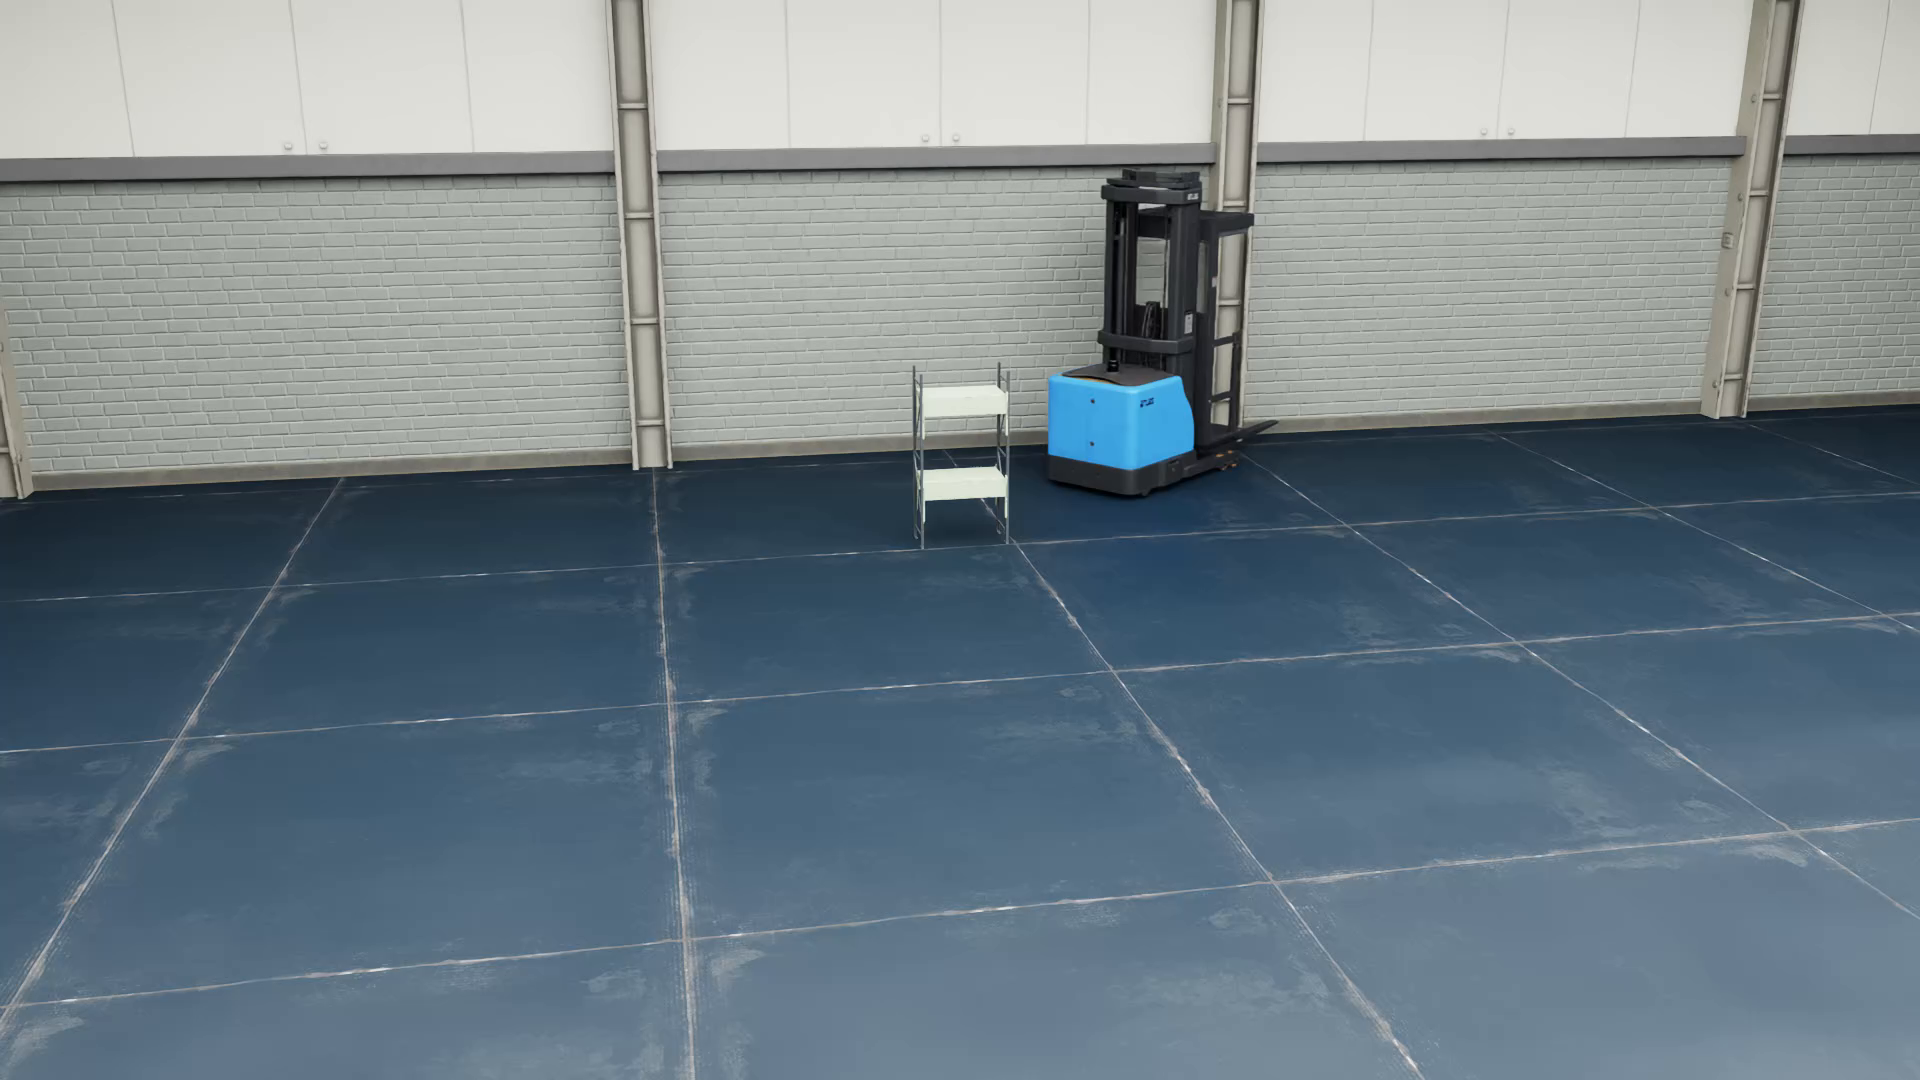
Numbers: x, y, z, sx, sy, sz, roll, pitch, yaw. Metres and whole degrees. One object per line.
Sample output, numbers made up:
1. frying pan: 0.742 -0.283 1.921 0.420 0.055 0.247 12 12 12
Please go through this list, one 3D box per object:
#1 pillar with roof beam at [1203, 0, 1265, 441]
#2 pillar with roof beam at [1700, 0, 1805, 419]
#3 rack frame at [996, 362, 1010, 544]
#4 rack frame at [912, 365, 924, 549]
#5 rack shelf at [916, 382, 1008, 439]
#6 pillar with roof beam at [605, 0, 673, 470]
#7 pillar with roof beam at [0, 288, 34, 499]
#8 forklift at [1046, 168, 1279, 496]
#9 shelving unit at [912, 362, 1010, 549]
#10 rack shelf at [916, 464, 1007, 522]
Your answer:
1. pillar with roof beam: 3.610 -4.149 12.495 0.400 9.000 9.100 -3 17 -10
2. pillar with roof beam: 9.501 -4.484 13.583 0.400 9.000 9.100 -3 17 -10
3. rack frame: 0.366 -0.738 14.159 0.023 1.500 0.400 -3 17 -10
4. rack frame: -0.353 -0.697 14.026 0.023 1.500 0.400 -3 17 -10
5. rack shelf: 0.007 -1.090 13.978 0.720 0.370 0.431 -3 17 -10
6. pillar with roof beam: -2.281 -3.815 11.406 0.400 9.000 9.100 -3 17 -10
7. pillar with roof beam: -8.172 -3.481 10.318 0.400 9.000 9.100 -3 17 -10
8. forklift: 2.160 -2.174 16.398 1.130 2.935 3.031 14 22 38
9. shelving unit: 0.007 -0.717 14.093 0.755 1.500 0.431 -3 17 -10
10. rack shelf: 0.007 -0.406 14.189 0.720 0.370 0.431 -3 17 -10
